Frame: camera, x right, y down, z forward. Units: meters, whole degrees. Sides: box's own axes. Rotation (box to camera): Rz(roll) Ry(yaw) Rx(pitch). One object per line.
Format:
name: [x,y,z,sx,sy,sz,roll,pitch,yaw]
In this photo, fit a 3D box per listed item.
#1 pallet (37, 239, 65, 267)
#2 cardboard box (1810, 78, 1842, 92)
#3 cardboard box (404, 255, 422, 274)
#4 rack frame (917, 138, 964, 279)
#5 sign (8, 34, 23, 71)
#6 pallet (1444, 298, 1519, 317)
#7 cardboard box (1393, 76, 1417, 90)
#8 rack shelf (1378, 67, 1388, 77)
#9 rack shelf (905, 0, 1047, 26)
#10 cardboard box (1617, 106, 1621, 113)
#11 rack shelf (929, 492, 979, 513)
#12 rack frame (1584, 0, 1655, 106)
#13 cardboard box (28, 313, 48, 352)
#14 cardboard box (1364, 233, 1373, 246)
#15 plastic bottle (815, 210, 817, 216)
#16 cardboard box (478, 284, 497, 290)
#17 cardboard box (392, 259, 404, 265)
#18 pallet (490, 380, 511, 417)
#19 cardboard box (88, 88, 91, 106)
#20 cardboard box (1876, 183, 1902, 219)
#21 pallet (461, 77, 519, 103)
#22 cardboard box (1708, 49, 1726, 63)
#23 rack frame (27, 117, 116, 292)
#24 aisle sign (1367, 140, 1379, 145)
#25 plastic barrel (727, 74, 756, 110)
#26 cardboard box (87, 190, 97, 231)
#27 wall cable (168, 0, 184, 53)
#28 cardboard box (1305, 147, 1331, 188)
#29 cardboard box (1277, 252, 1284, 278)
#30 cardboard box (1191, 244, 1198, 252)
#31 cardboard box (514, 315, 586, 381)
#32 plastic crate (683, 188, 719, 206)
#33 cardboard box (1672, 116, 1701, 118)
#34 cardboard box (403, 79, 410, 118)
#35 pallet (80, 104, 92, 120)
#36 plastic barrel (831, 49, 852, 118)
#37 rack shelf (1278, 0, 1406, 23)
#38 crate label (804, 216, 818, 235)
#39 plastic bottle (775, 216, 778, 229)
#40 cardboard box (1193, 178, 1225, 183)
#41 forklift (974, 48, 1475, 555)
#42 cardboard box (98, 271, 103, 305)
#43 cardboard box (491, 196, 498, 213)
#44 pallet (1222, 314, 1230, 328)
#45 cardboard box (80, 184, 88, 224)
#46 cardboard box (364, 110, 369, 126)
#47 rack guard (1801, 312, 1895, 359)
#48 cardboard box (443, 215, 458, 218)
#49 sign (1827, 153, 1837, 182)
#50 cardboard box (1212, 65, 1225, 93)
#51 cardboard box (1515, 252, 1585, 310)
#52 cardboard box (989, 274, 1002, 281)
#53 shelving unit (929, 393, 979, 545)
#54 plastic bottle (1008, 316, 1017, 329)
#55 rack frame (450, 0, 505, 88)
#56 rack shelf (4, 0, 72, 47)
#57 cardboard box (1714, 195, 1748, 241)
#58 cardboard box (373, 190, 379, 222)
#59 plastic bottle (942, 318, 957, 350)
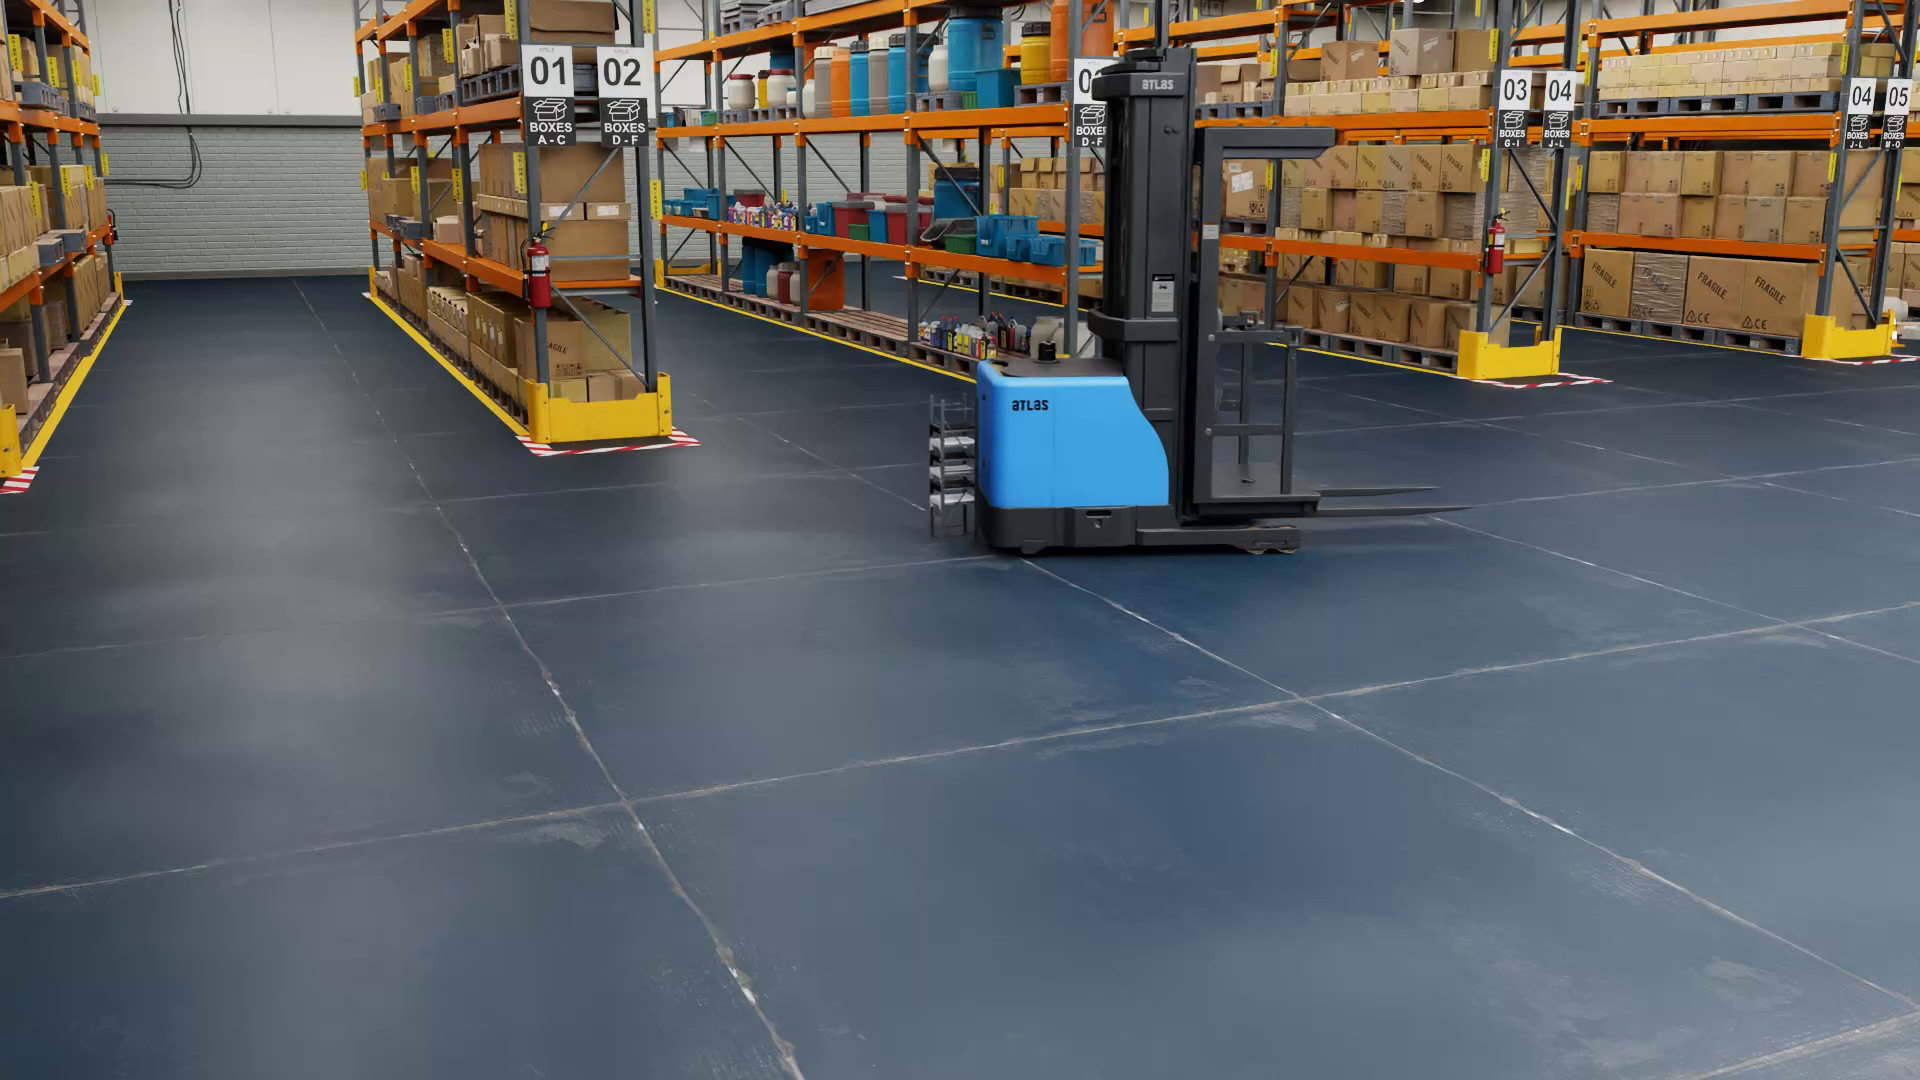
pallet: [-9.383,-2.808,16.277,1.003,0.211,1.213,-6,14,-23]
cardboard box: [10.149,-5.304,19.386,0.380,0.149,0.250,-6,14,-23]
cardboard box: [-7.506,-3.865,23.322,0.500,0.250,0.500,-6,14,-23]
rack frame: [-0.401,-6.552,32.027,1.000,3.000,0.127,-6,14,-23]
sign: [-8.716,-4.495,15.338,0.100,0.325,0.005,-6,14,-23]
pallet: [8.120,-3.547,25.225,1.003,0.211,1.213,-6,14,-23]
cardboard box: [5.096,-5.128,18.669,0.380,0.149,0.250,-6,15,-26]
rack shelf: [9.480,-9.411,33.559,1.077,0.370,4.000,-6,14,-23]
rack shelf: [0.668,-5.590,17.047,1.077,0.370,4.000,-6,14,-23]
cardboard box: [11.594,-7.575,28.634,0.797,0.503,0.637,-7,15,-26]
rack shelf: [-0.038,-0.233,10.326,0.258,0.077,0.200,-5,14,-19]
rack frame: [8.991,-7.423,22.484,1.000,3.000,0.127,-6,14,-23]
cardboard box: [-9.941,-2.089,17.312,0.700,0.500,0.500,-5,14,-22]
cardboard box: [4.971,-3.523,19.495,0.380,0.149,0.250,-6,14,-23]
plastic bottle: [-2.096,-4.773,24.625,0.097,0.271,0.097,0,13,0]
cardboard box: [-5.840,-3.058,20.851,0.500,0.311,0.500,-5,14,-21]
cardboard box: [-8.635,-4.218,26.501,0.797,0.503,0.637,-6,14,-23]
pallet: [-3.900,-1.400,15.950,1.003,0.211,1.213,-6,14,-23]
cardboard box: [-13.271,-6.617,24.834,0.500,0.250,0.500,-6,14,-25]
cardboard box: [13.629,-4.944,24.197,0.500,0.500,0.500,-6,14,-23]
pallet: [-4.307,-4.423,16.373,1.003,0.211,1.213,-6,14,-23]
cardboard box: [9.536,-6.008,20.661,0.380,0.149,0.250,-6,14,-23]
rack frame: [-14.017,-5.210,26.228,1.000,3.000,0.127,-6,14,-23]
aisle sign: [8.934,-8.757,35.787,0.394,0.787,0.004,-6,14,-23]
plastic barrel: [-3.356,-6.879,25.555,0.433,0.535,0.433,0,13,0]
cardboard box: [-12.617,-4.643,23.114,0.980,0.700,0.700,-5,14,-22]
wall cable: [-13.476,-10.526,31.576,3.097,2.526,0.112,-6,14,-23]
cardboard box: [4.555,-4.535,20.211,0.500,0.500,0.500,-6,14,-23]
cardboard box: [5.839,-4.963,29.773,0.500,0.500,0.500,-5,14,-21]
cardboard box: [4.628,-5.676,32.312,0.380,0.149,0.250,-5,14,-22]
cardboard box: [-3.558,-1.667,14.423,0.500,0.500,0.500,-6,14,-23]
plastic crate: [-4.634,-6.099,29.857,0.616,0.435,0.499,-6,14,-23]
cardboard box: [12.254,-7.108,27.554,0.700,0.500,0.500,-6,14,-23]
cardboard box: [-6.685,-5.708,21.505,0.910,0.500,0.500,-6,14,-23]
pallet: [-13.218,-6.223,24.151,1.003,0.211,1.213,-6,14,-23]
plastic barrel: [-1.343,-5.798,21.165,0.600,0.830,0.708,-6,14,-23]
rack shelf: [5.207,-6.230,18.935,1.077,0.370,4.000,-6,14,-23]
crate label: [-1.910,-4.249,22.449,0.303,0.233,0.416,-6,14,-23]
plastic bottle: [-2.605,-4.574,23.921,0.097,0.201,0.097,0,13,0]
cardboard box: [3.371,-4.938,23.902,0.700,0.500,0.500,-3,13,-15]
forklift: [1.641,-1.459,10.173,3.031,2.935,1.130,-1,13,-5]
cardboard box: [-12.819,-3.638,24.049,0.700,0.500,0.500,-6,14,-24]
cardboard box: [-4.332,-3.260,16.141,0.380,0.149,0.250,-6,14,-25]
pallet: [3.600,-3.127,23.415,1.003,0.211,1.213,-6,14,-23]
cardboard box: [-11.785,-4.410,21.845,0.500,0.500,0.500,-6,14,-23]
cardboard box: [-9.318,-6.813,26.834,0.500,0.250,0.500,-6,14,-23]
rack guard: [10.603,-2.451,19.850,1.175,0.500,0.348,-6,14,-23]
cardboard box: [-6.169,-3.883,20.691,0.500,0.311,0.500,-5,14,-19]
sign: [10.090,-4.307,19.233,0.100,0.325,0.005,-6,14,-23]
cardboard box: [3.623,-6.368,23.250,0.500,0.500,0.500,-5,14,-22]
cardboard box: [8.660,-3.729,23.886,1.050,0.750,0.750,-6,14,-23]
cardboard box: [1.010,-5.039,29.269,0.875,0.875,0.875,-6,14,-23]
shelving unit: [-0.038,-0.441,10.278,0.258,0.900,0.210,-5,14,-19]
plastic bottle: [0.596,-2.336,18.709,0.144,0.351,0.185,-6,14,-23]
rack frame: [-4.673,-6.102,16.776,1.000,3.000,0.127,-6,14,-23]
rack shelf: [-11.614,-6.348,20.322,1.077,0.370,4.000,-6,14,-23]
cardboard box: [10.053,-4.058,20.918,0.875,0.550,0.550,-6,14,-23]
cardboard box: [-9.134,-5.381,26.747,0.500,0.500,0.500,-6,14,-23]
plastic bottle: [-0.114,-2.306,18.580,0.144,0.351,0.185,-6,14,-25]
